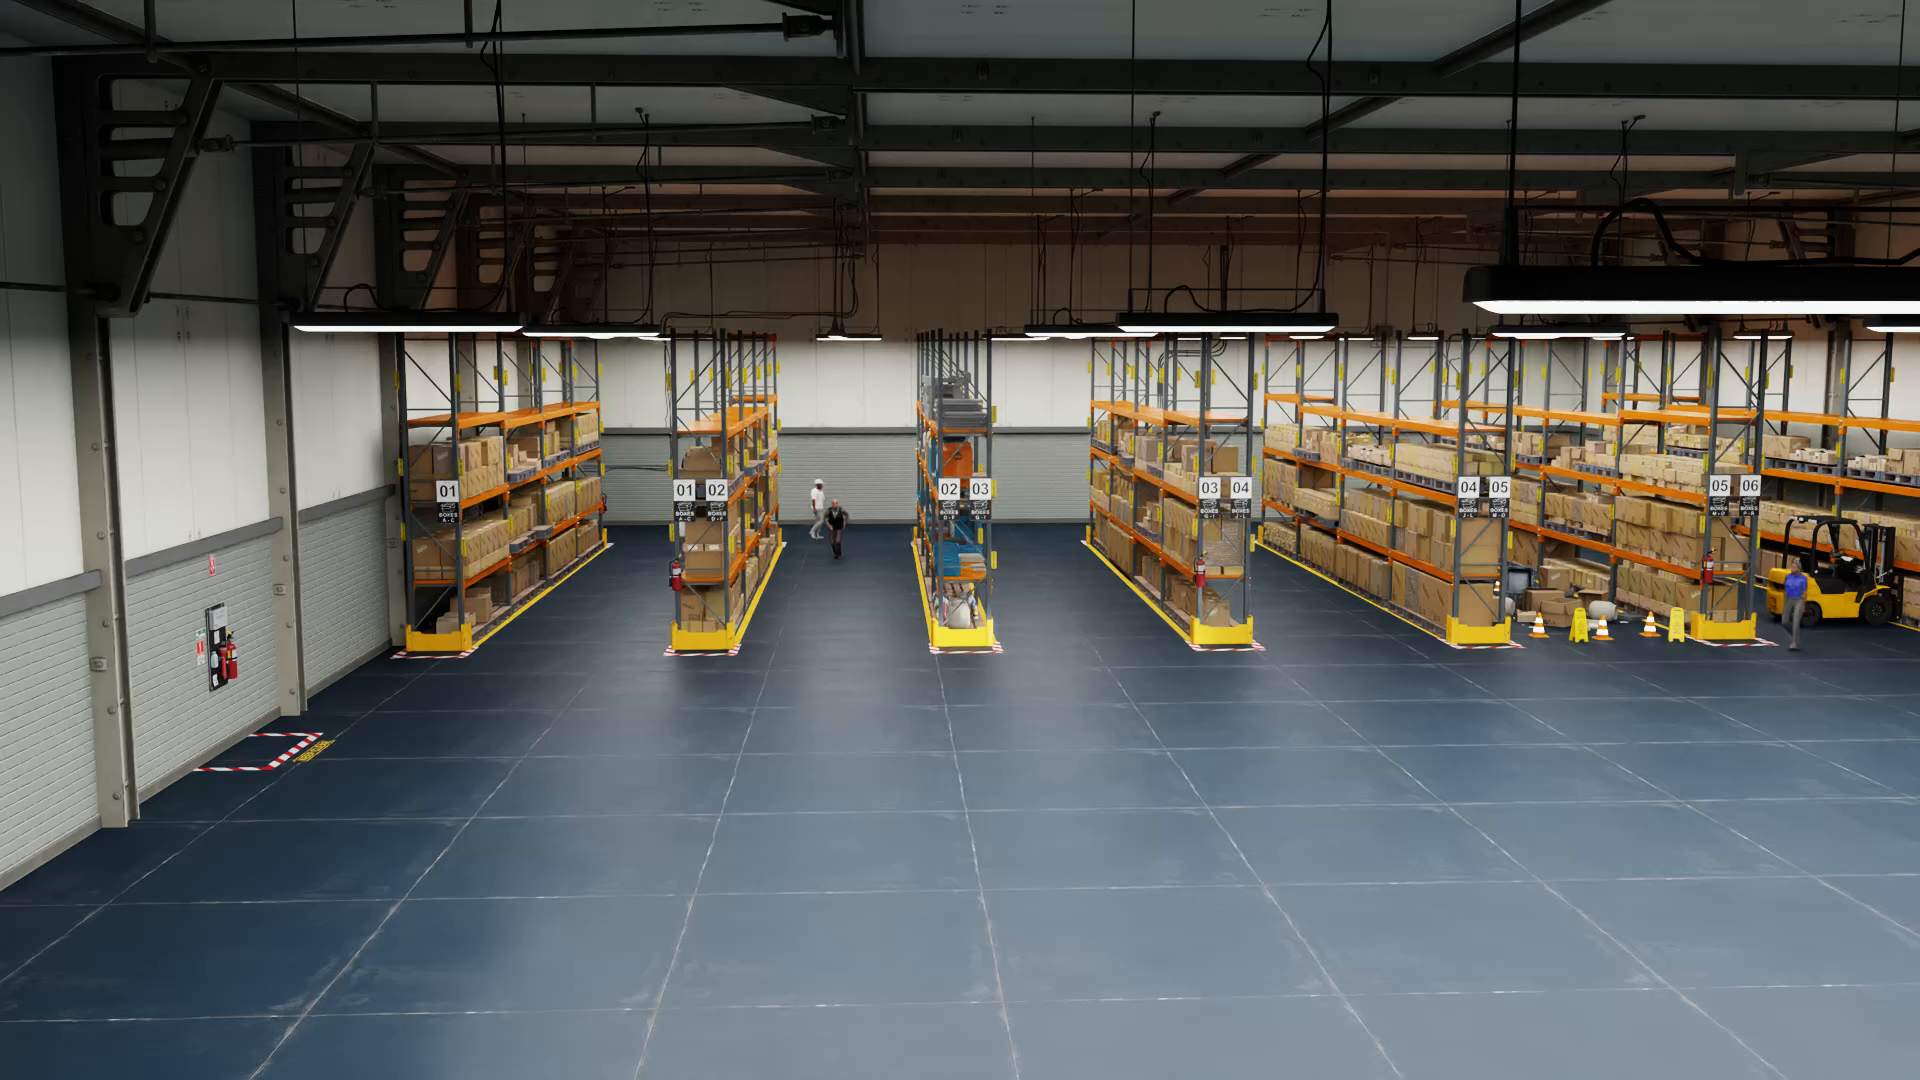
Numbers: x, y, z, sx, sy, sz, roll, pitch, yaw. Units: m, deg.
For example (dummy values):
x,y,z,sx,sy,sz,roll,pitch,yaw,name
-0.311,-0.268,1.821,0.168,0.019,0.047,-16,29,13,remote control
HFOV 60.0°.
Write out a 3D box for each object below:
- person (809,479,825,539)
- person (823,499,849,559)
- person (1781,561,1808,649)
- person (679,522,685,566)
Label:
x,y,z,sx,sy,sz,roll,pitch,yaw,name
-4.180,-0.904,48.664,0.477,1.763,0.596,0,7,-3,person
-3.298,-0.298,44.268,0.659,1.626,0.716,1,7,5,person
15.758,1.200,31.348,0.434,1.643,0.579,6,9,42,person
-6.989,-0.122,42.218,0.540,1.713,1.069,0,7,0,person
